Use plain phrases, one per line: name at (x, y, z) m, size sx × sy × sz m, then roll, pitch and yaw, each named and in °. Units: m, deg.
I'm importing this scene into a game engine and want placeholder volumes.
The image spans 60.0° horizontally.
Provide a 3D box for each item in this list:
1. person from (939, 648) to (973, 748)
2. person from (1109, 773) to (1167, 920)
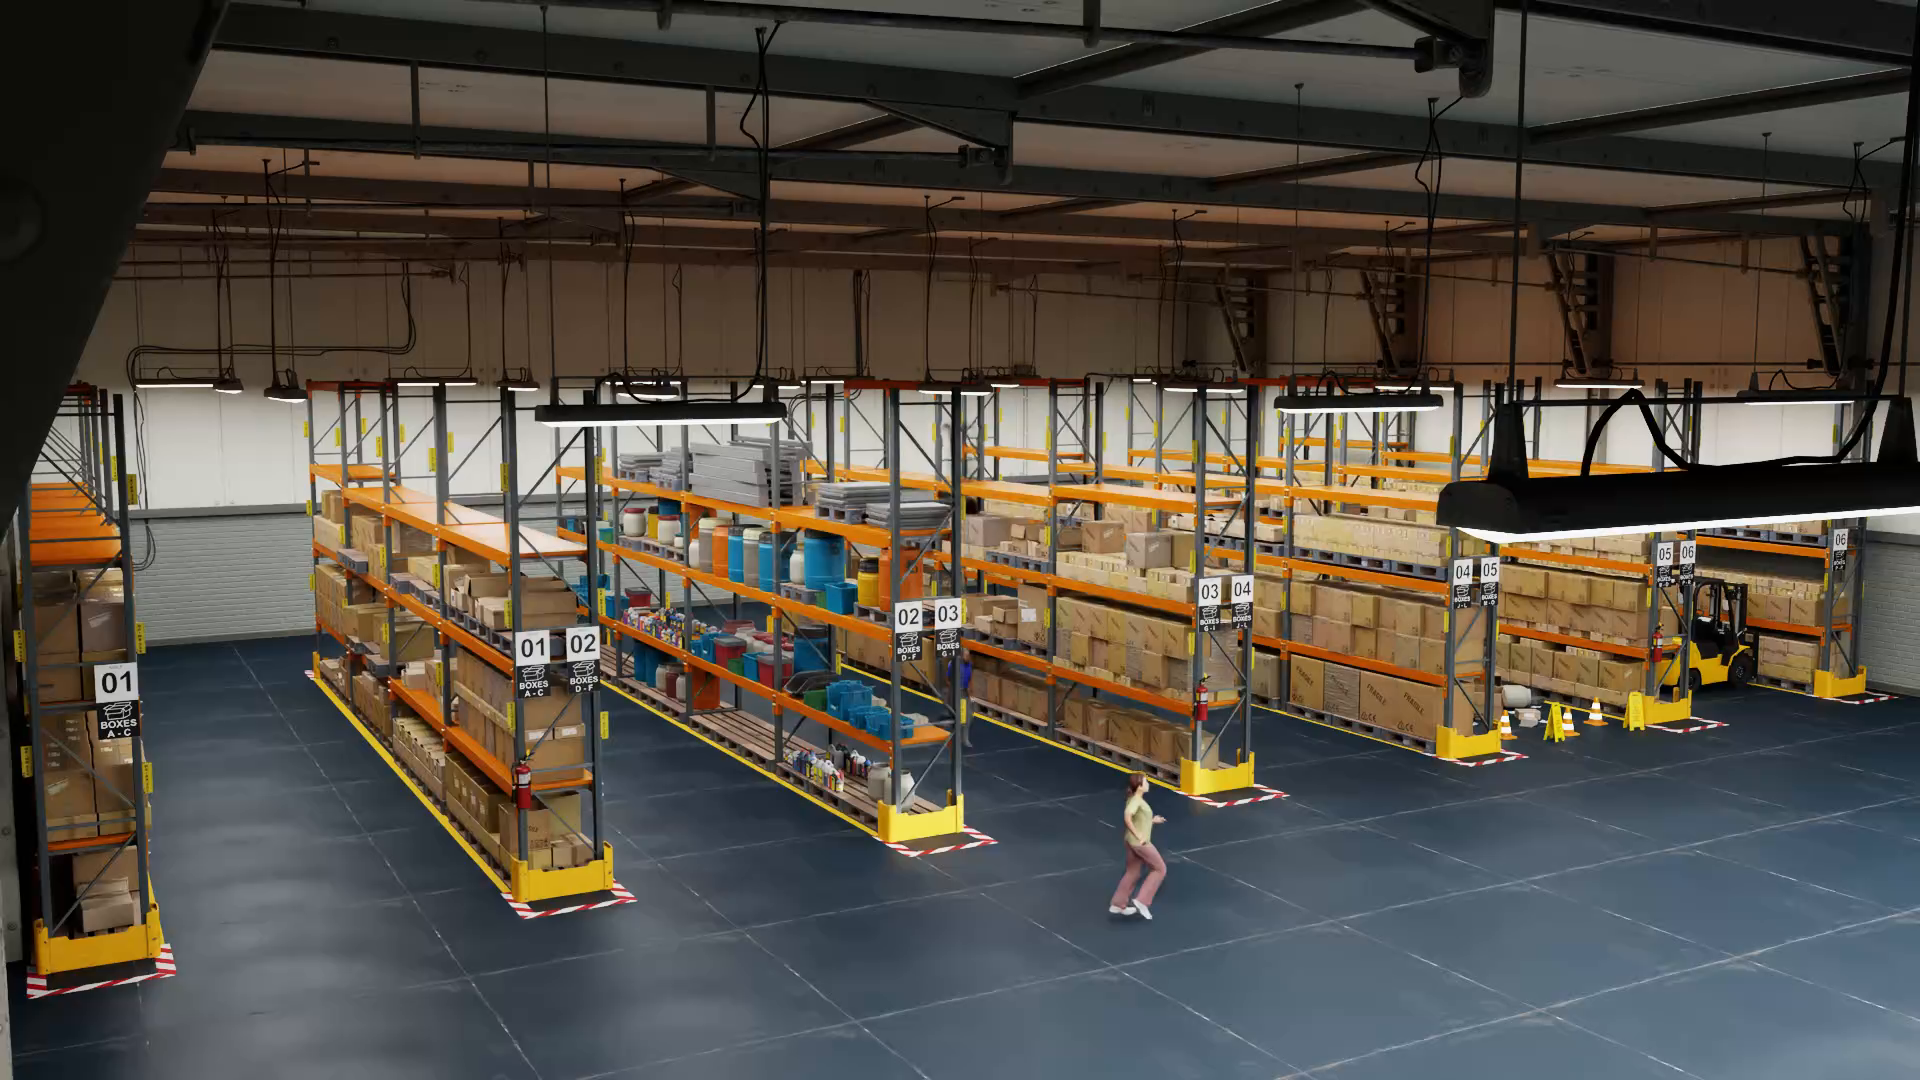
person at (-0.037, 2.599, 27.787) m, size 0.574 × 1.651 × 0.937 m, roll -4°, pitch 7°, yaw -31°
person at (2.042, 3.491, 18.996) m, size 0.676 × 1.684 × 0.555 m, roll -1°, pitch 6°, yaw -9°
